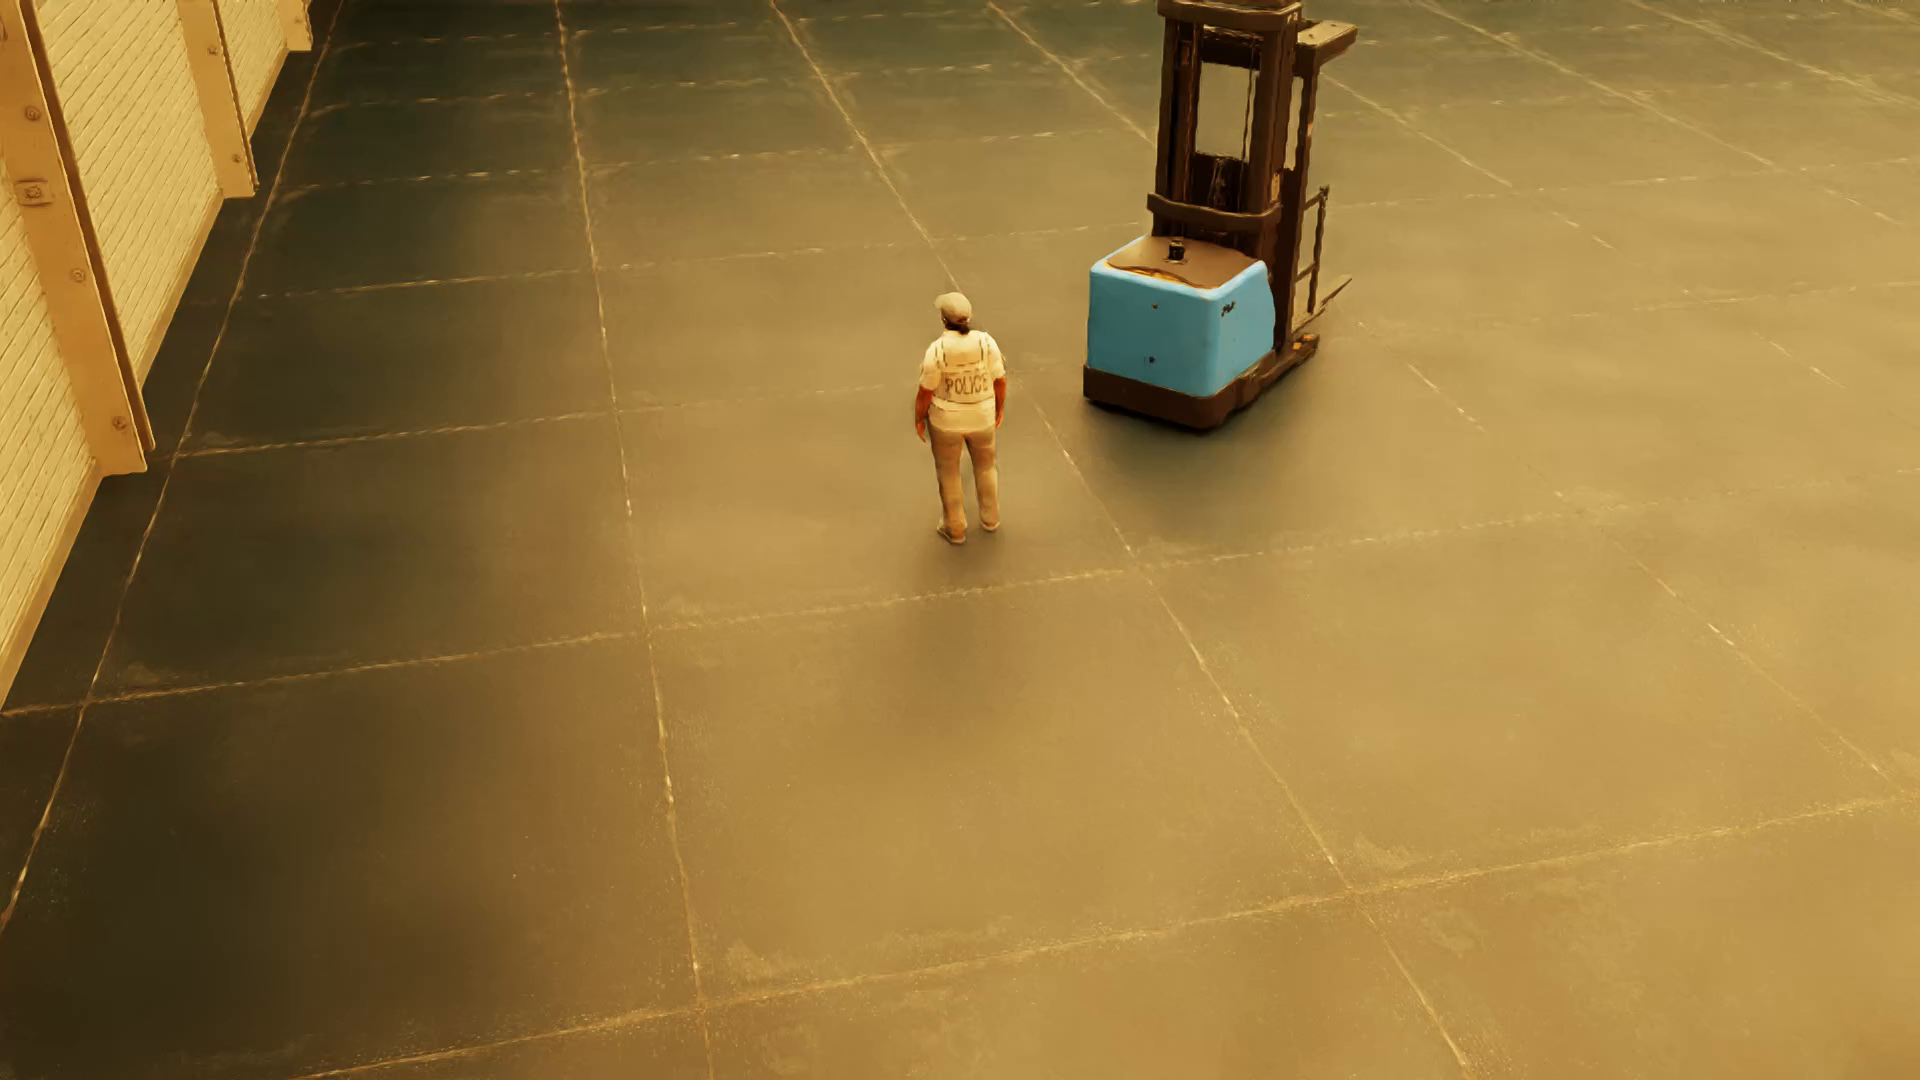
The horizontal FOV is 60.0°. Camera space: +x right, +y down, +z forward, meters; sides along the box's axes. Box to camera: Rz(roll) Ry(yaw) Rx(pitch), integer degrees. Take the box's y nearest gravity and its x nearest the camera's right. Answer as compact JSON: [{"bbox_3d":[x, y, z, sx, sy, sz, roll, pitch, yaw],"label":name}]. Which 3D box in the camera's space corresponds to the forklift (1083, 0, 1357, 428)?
[{"bbox_3d":[2.147,-2.750,12.324,1.130,2.935,3.031,19,35,29],"label":"forklift"}]

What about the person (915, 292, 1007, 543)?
[{"bbox_3d":[0.004,-0.767,10.148,0.598,1.669,0.529,-7,31,-12],"label":"person"}]
